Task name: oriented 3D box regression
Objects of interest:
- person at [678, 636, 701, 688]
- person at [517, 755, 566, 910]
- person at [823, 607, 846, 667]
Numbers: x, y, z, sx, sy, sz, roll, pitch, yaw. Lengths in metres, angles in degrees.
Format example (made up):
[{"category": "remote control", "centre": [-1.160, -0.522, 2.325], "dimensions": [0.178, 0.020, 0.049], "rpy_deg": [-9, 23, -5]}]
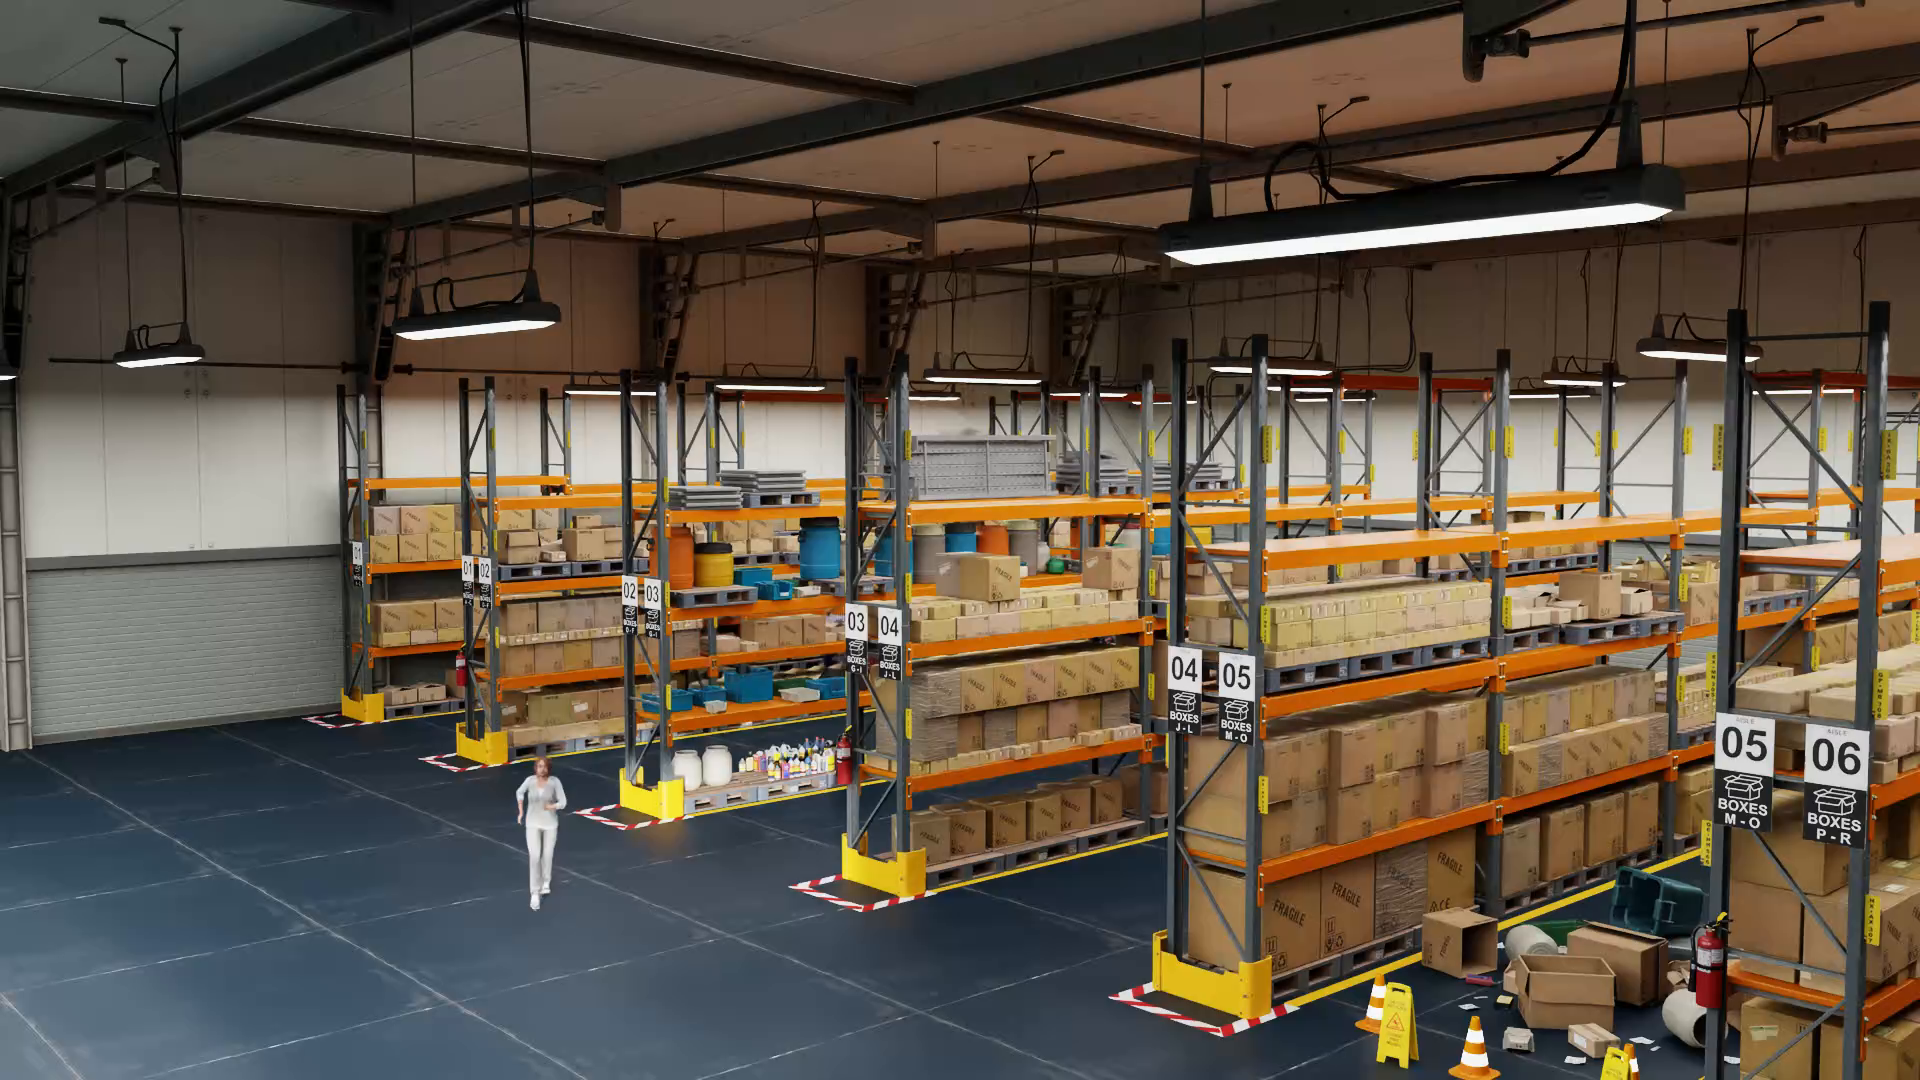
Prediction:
[{"category": "person", "centre": [-4.932, 2.308, 30.415], "dimensions": [0.684, 1.713, 0.820], "rpy_deg": [3, 5, 41]}, {"category": "person", "centre": [-4.573, 3.163, 18.195], "dimensions": [0.518, 1.634, 0.680], "rpy_deg": [-1, 4, -16]}, {"category": "person", "centre": [-2.667, 2.097, 33.737], "dimensions": [0.602, 1.645, 0.913], "rpy_deg": [3, 5, 40]}]
